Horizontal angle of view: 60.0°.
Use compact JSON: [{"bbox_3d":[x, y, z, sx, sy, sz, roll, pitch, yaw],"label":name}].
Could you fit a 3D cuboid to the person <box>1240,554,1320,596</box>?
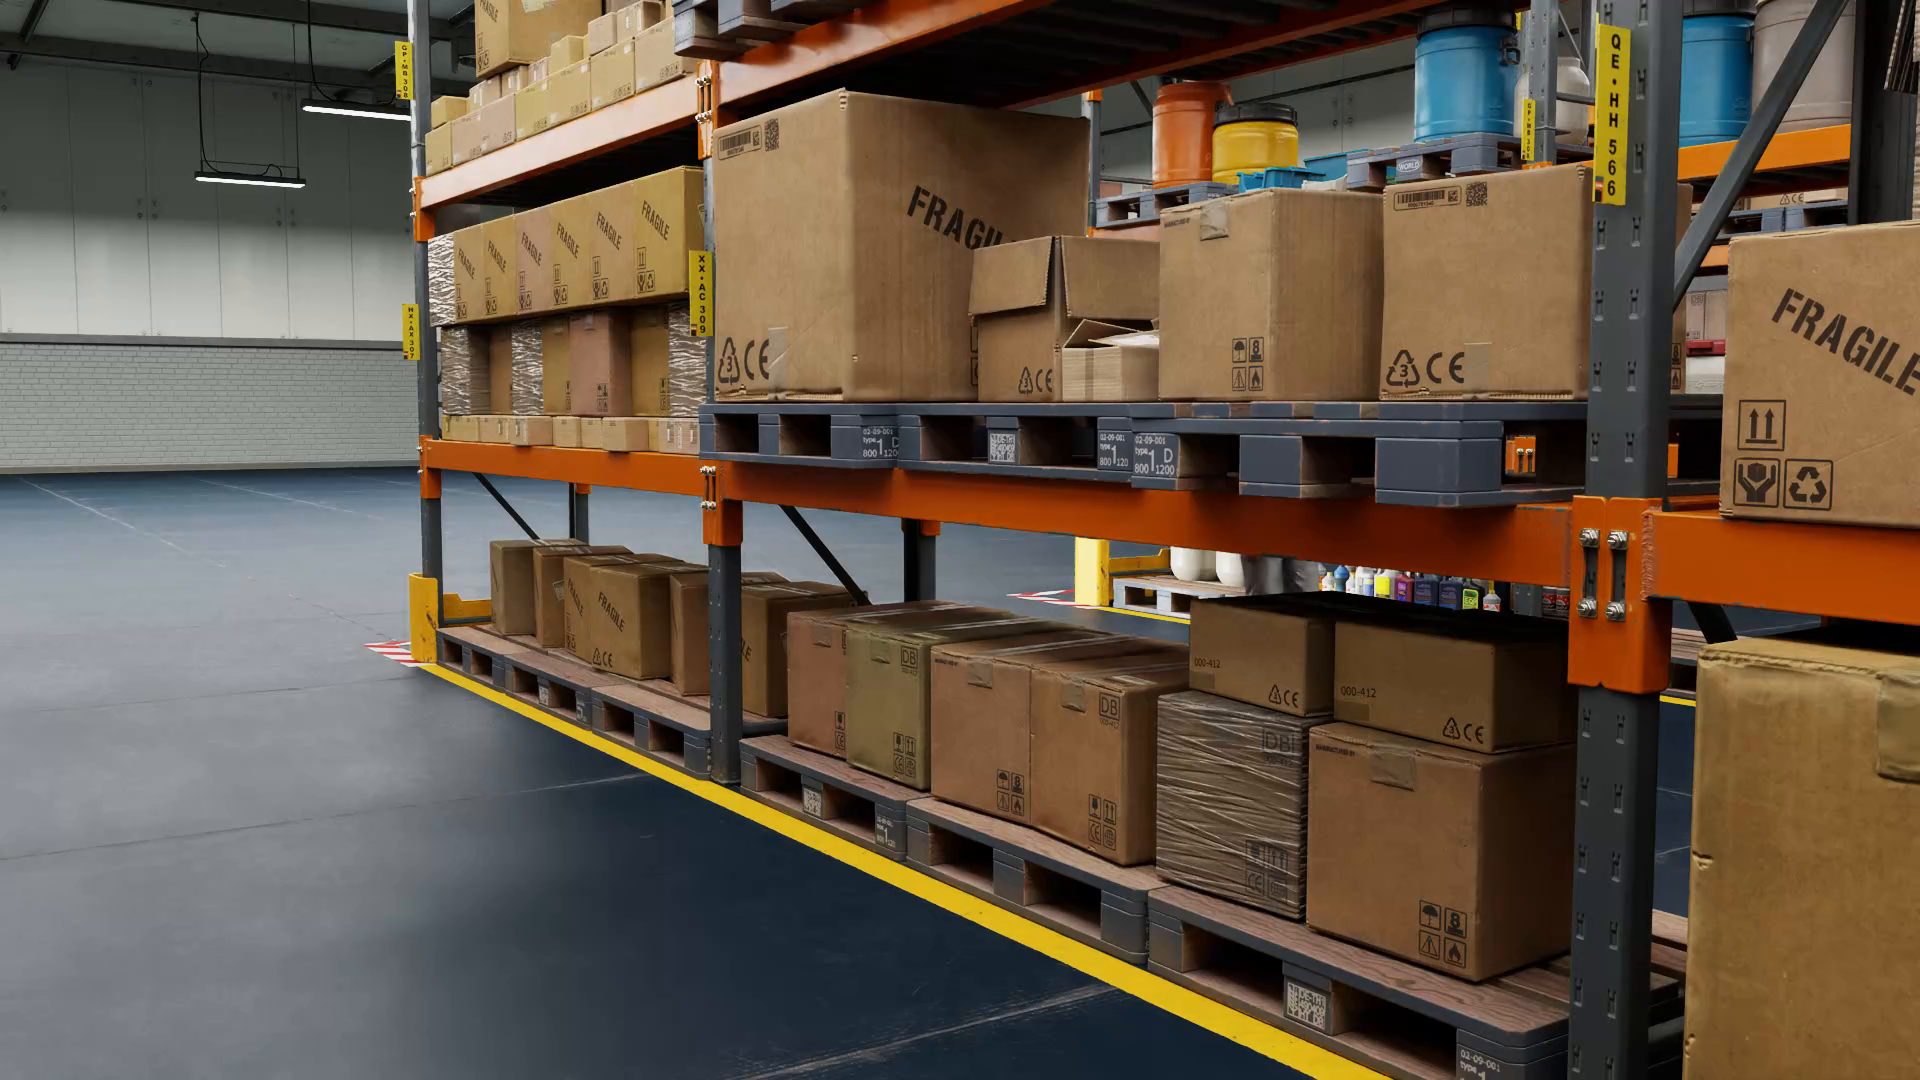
[{"bbox_3d":[1.608,-0.050,8.293,0.585,1.768,0.466,-3,6,-35],"label":"person"}]
